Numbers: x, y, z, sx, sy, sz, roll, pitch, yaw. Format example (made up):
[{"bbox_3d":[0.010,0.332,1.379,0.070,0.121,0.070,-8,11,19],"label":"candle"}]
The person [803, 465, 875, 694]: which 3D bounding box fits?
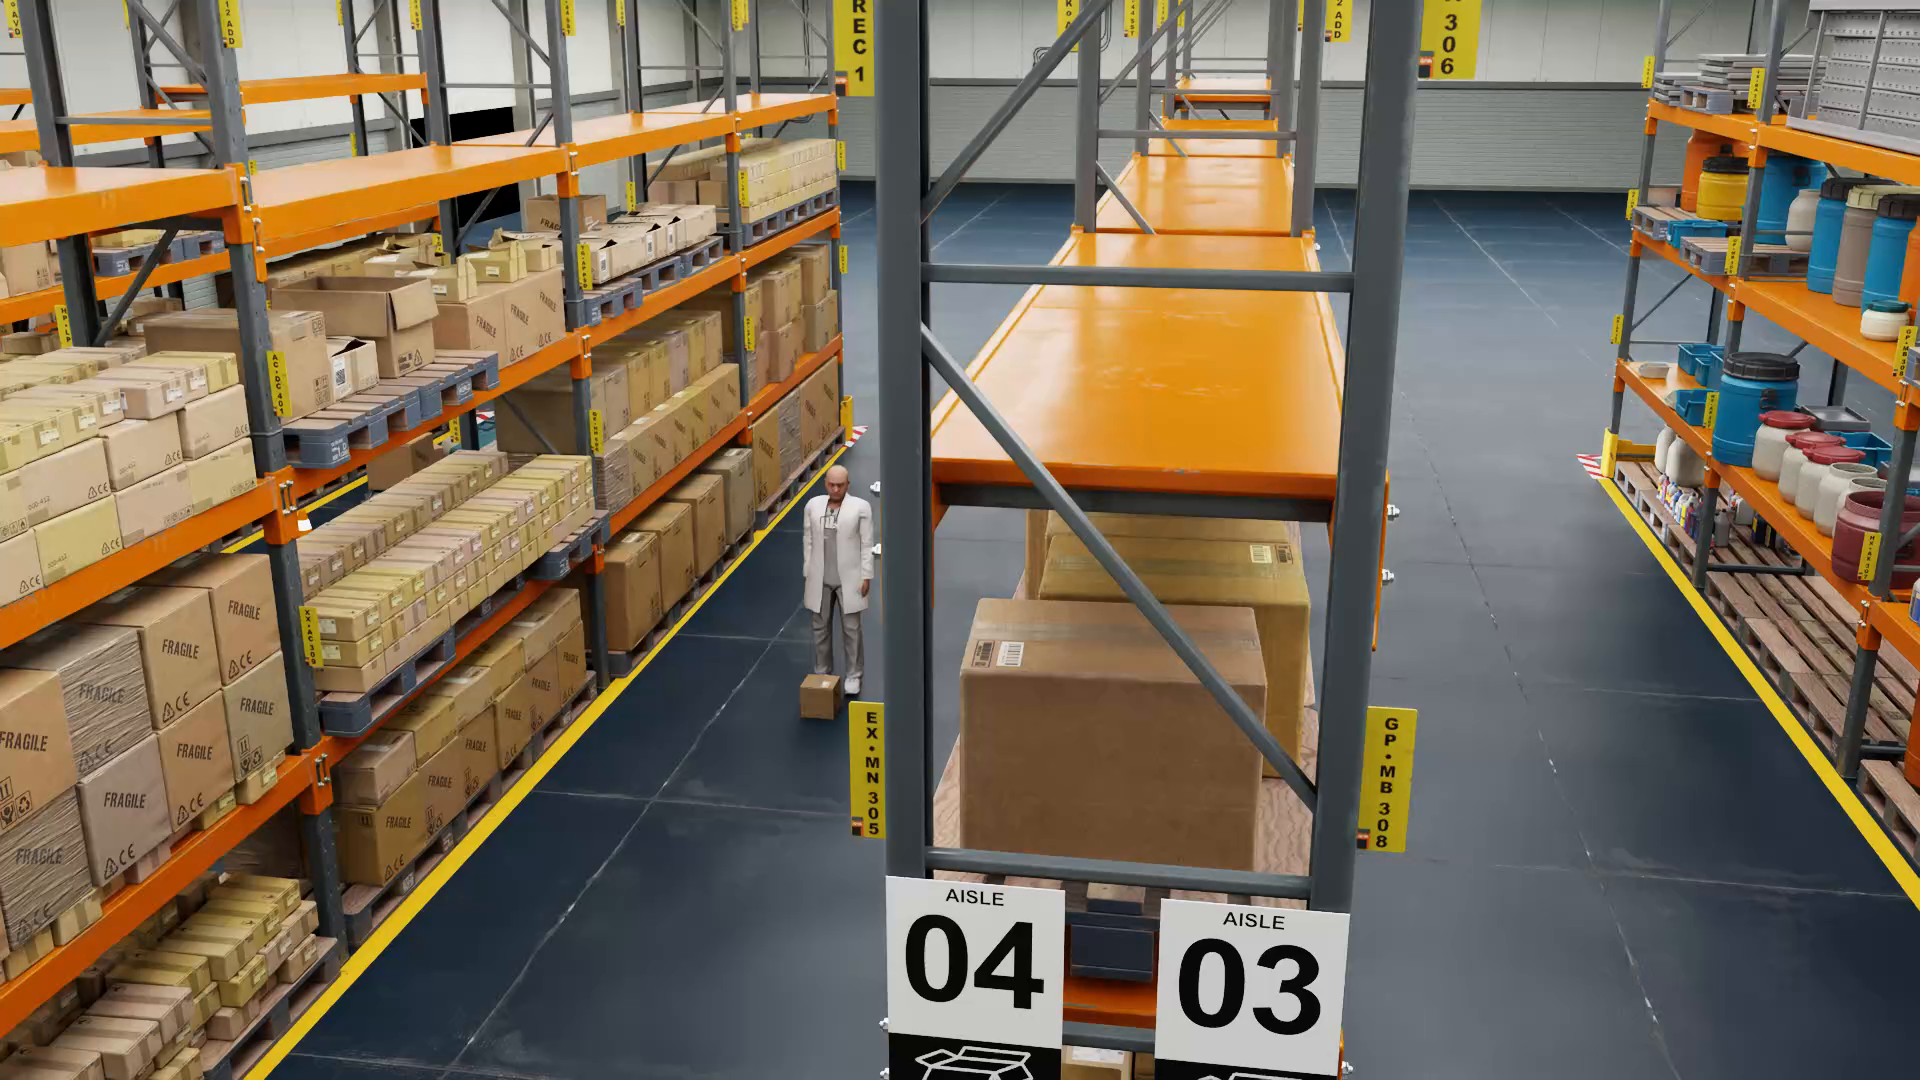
[{"bbox_3d":[-0.927,0.299,12.665,0.562,1.779,0.388,3,18,10],"label":"person"}]
